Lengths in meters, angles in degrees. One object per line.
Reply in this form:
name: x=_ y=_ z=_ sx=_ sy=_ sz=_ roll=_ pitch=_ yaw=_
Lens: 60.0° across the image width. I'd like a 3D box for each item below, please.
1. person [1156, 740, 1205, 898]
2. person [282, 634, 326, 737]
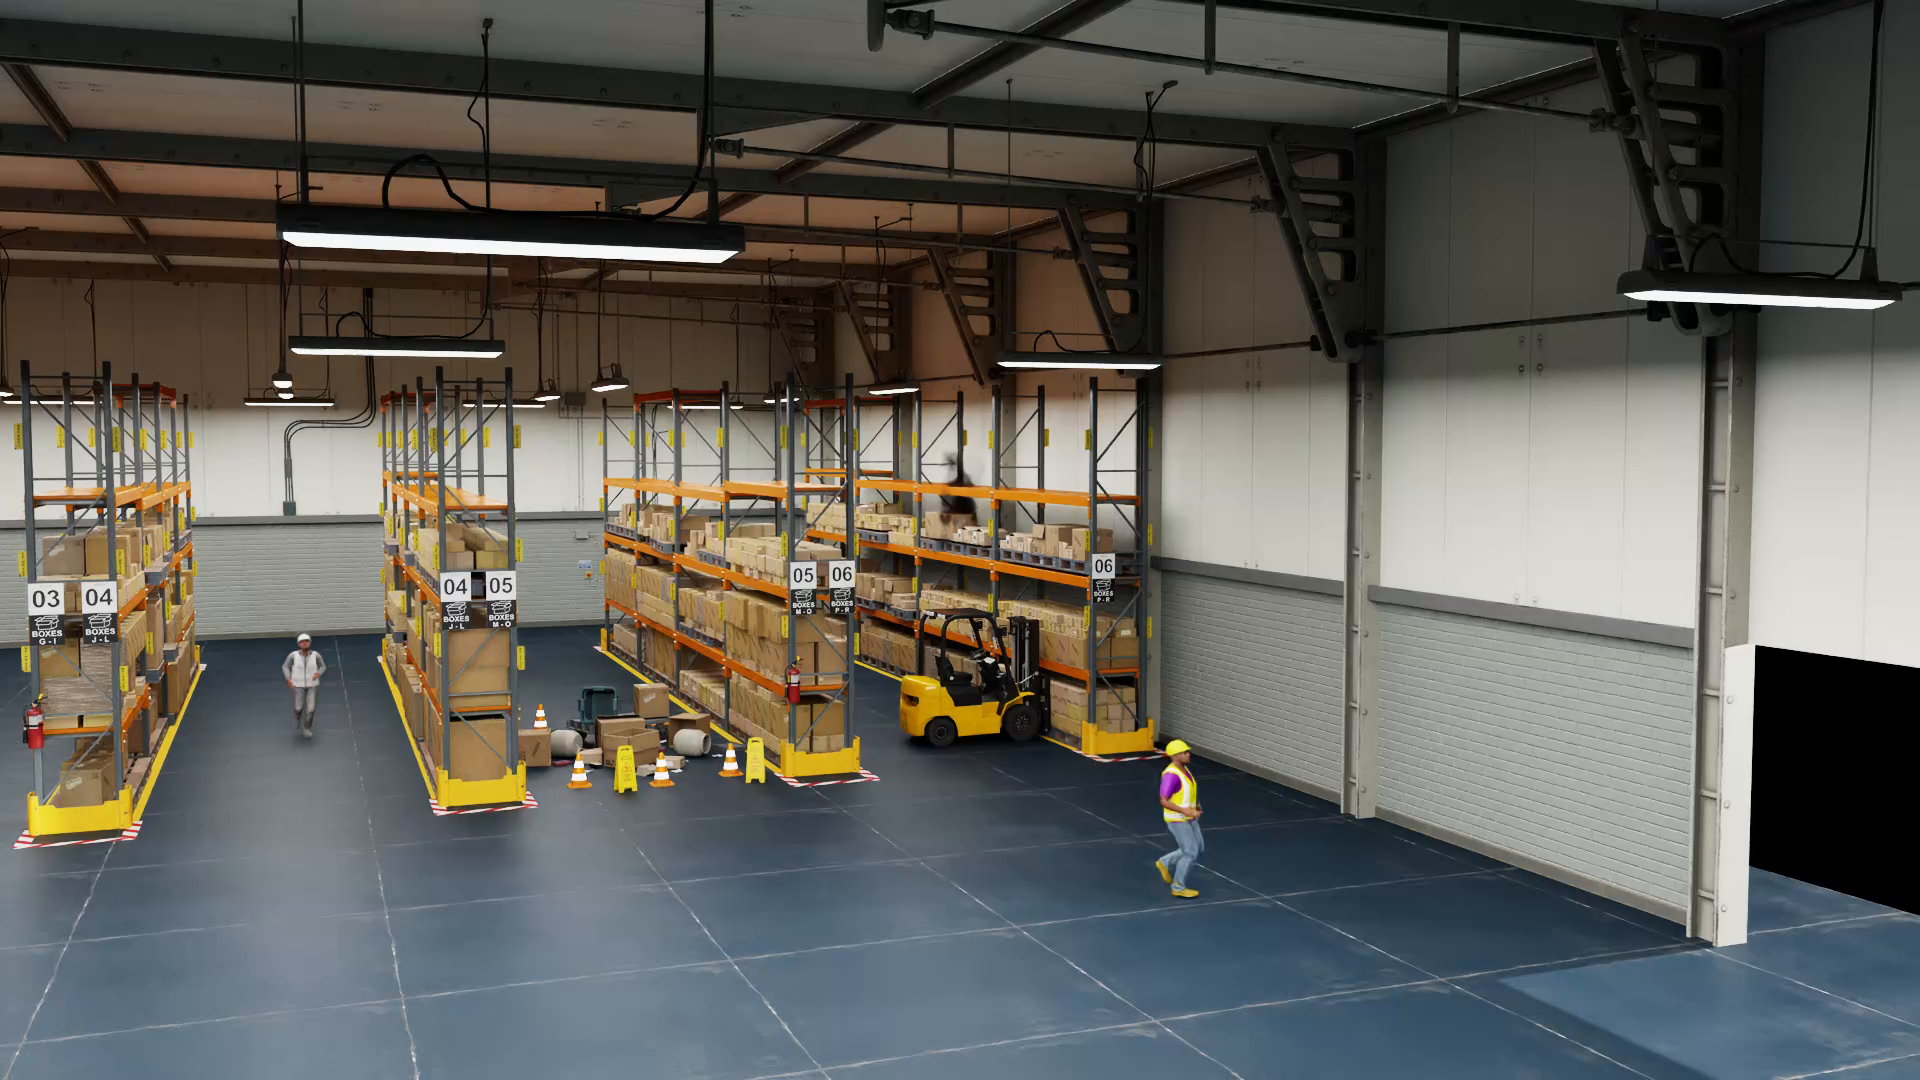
person: x=2.408 y=3.045 z=18.216 sx=0.605 sy=1.718 sz=0.696 roll=2 pitch=4 yaw=25
person: x=-11.044 y=2.455 z=28.044 sx=0.688 sy=1.739 sz=0.593 roll=-2 pitch=4 yaw=-24
